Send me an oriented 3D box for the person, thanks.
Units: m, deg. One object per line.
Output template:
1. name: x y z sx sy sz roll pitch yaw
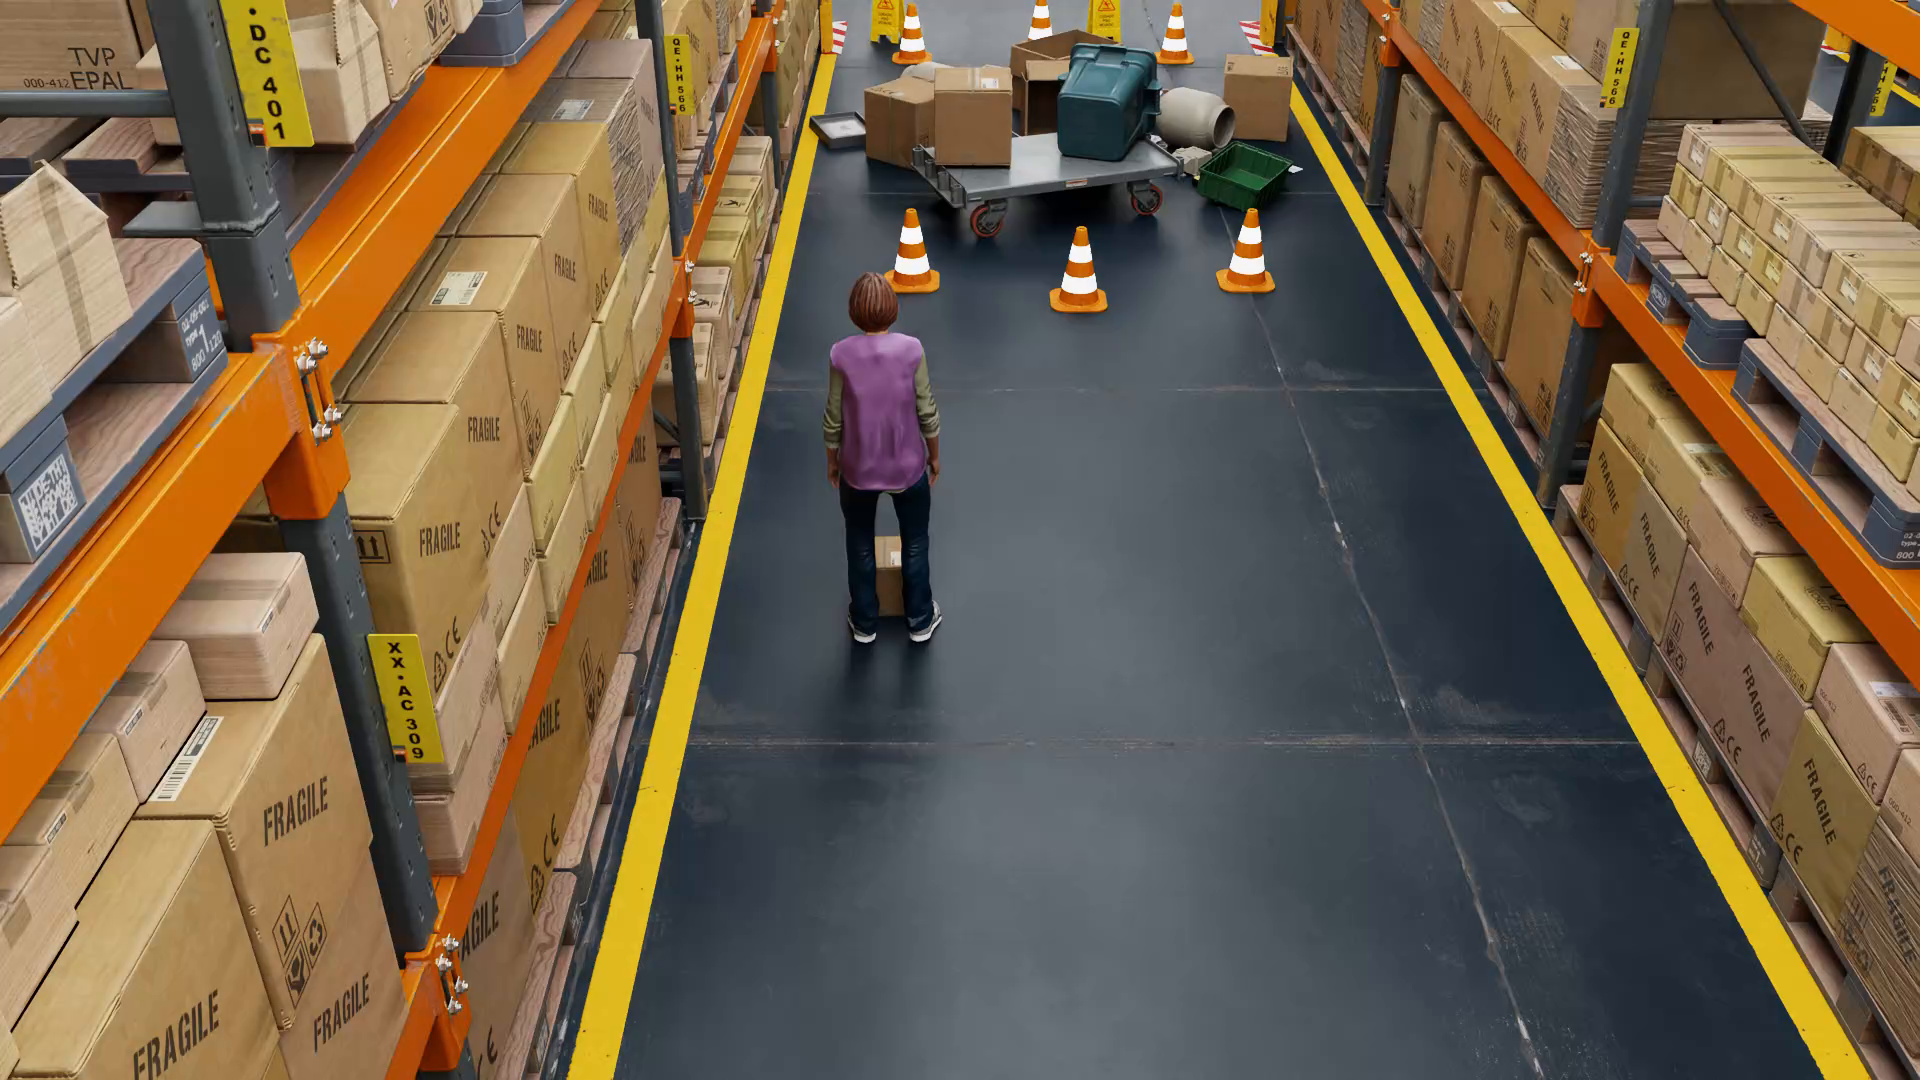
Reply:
1. person: -0.307 -0.285 6.604 0.462 1.591 0.343 -1 32 -2
